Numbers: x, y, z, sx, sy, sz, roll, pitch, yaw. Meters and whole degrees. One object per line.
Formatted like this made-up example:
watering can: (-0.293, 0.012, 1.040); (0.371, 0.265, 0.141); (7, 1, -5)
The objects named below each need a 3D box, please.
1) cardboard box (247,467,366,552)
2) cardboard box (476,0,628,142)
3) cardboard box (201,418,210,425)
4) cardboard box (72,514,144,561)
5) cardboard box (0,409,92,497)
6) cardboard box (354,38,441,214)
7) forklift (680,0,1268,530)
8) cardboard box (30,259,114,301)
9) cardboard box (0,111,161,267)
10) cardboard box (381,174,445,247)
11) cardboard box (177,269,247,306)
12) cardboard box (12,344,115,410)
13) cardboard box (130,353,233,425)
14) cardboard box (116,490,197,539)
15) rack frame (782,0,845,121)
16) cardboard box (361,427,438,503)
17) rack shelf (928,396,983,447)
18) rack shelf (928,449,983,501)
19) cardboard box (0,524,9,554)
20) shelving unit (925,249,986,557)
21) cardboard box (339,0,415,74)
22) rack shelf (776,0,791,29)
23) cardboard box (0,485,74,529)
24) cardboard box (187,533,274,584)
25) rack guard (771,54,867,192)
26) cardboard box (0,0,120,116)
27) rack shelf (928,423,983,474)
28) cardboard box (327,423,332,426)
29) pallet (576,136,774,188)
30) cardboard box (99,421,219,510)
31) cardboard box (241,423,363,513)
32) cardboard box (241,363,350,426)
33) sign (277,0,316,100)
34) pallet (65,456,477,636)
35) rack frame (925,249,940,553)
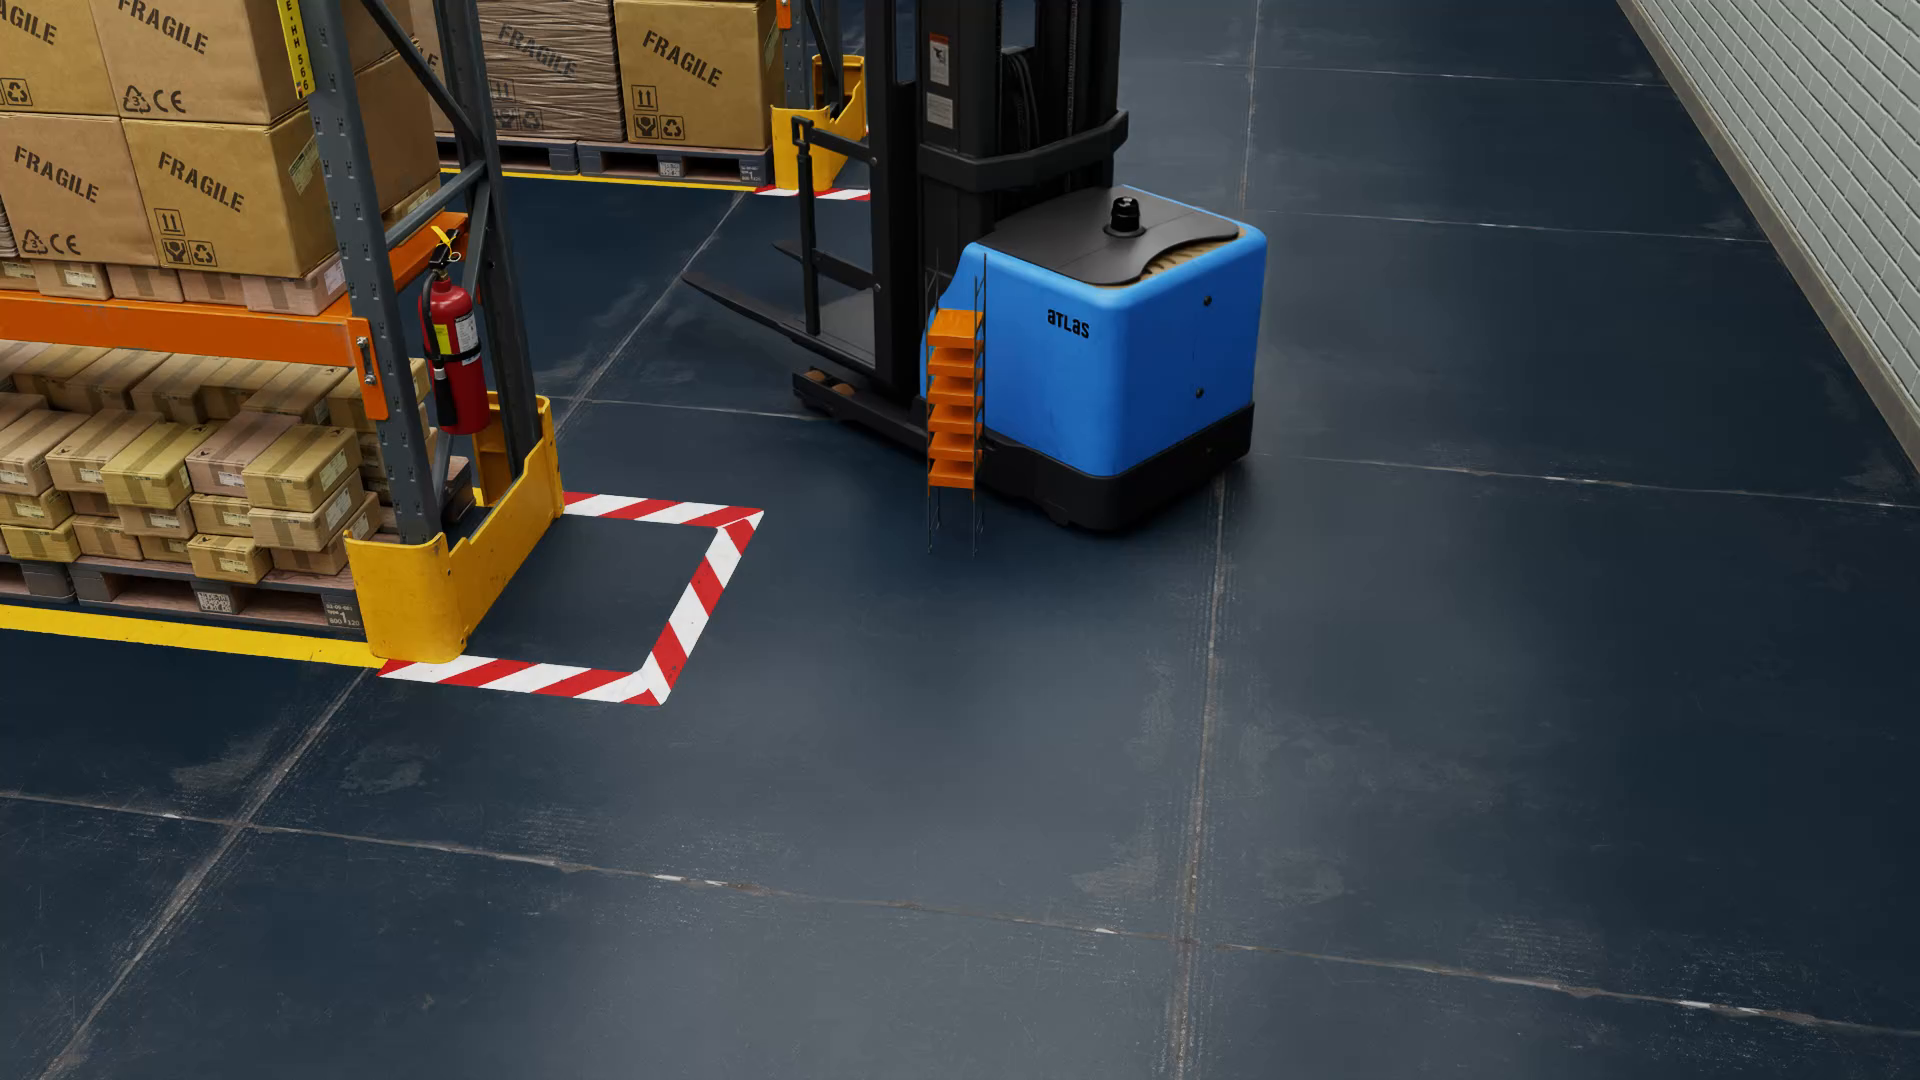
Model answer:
cardboard box: (-2.404, -0.124, 6.131); (0.250, 0.149, 0.380); (4, 32, 7)
cardboard box: (-2.443, -3.089, 10.465); (0.875, 0.875, 0.875); (5, 32, 8)
cardboard box: (-3.060, -0.516, 6.758); (0.250, 0.149, 0.380); (6, 33, 10)
cardboard box: (-3.151, -0.092, 6.360); (0.250, 0.149, 0.380); (5, 32, 9)
cardboard box: (-3.433, -0.327, 6.176); (0.250, 0.149, 0.380); (6, 33, 10)
cardboard box: (-2.231, -1.483, 5.918); (0.500, 0.500, 0.500); (7, 33, 11)
forklift: (-0.130, -1.962, 7.121); (1.130, 2.935, 3.031); (-28, 41, -37)
cardboard box: (-2.948, -0.972, 5.712); (0.250, 0.149, 0.380); (6, 33, 10)
cardboard box: (-2.829, -1.253, 5.550); (0.500, 0.500, 0.500); (5, 32, 7)
cardboard box: (-2.100, -1.224, 6.115); (0.250, 0.149, 0.380); (5, 32, 8)
cardboard box: (-2.443, -0.947, 5.672); (0.250, 0.149, 0.380); (5, 32, 8)
cardboard box: (-3.595, -0.684, 6.745); (0.250, 0.149, 0.380); (6, 32, 9)
cardboard box: (-3.072, -0.607, 6.622); (0.250, 0.149, 0.380); (4, 32, 6)
cardboard box: (-2.916, -0.169, 6.204); (0.250, 0.149, 0.380); (4, 32, 6)
rack frame: (-0.901, -3.715, 9.859); (0.127, 3.000, 1.000); (5, 32, 8)
cardboard box: (-2.298, -0.314, 6.716); (0.250, 0.149, 0.380); (6, 33, 9)
rack shelf: (-0.014, -0.472, 6.457); (0.180, 0.103, 0.258); (5, 32, 8)
rack shelf: (-0.014, -0.269, 6.585); (0.180, 0.103, 0.258); (5, 32, 8)
cardboard box: (-3.679, -0.117, 6.400); (0.250, 0.149, 0.380); (6, 33, 9)
shelving unit: (-0.014, -0.510, 6.434); (0.189, 1.200, 0.258); (5, 32, 8)
cardboard box: (-2.233, -1.901, 5.644); (0.500, 0.500, 0.500); (5, 32, 8)
rack shelf: (-2.873, -3.589, 10.335); (4.000, 0.370, 1.077); (5, 32, 8)
cardboard box: (-3.429, -0.209, 6.267); (0.250, 0.149, 0.380); (6, 32, 9)
cardboard box: (-2.660, -0.008, 6.226); (0.250, 0.149, 0.380); (6, 33, 10)
rack guard: (-0.878, -2.654, 10.518); (0.348, 0.500, 1.175); (5, 32, 8)
cardboard box: (-2.828, -1.679, 5.288); (0.500, 0.500, 0.500); (4, 32, 7)
rack shelf: (-0.014, -0.370, 6.521); (0.180, 0.103, 0.258); (5, 32, 8)
cardboard box: (-2.569, -0.461, 6.670); (0.250, 0.149, 0.380); (5, 32, 8)
pallet: (-1.703, -2.564, 10.647); (1.213, 0.211, 1.003); (5, 32, 8)
cardboard box: (-2.915, -0.276, 6.094); (0.250, 0.149, 0.380); (4, 32, 7)
cardboard box: (-2.400, -0.267, 6.079); (0.250, 0.149, 0.380); (6, 32, 9)
cardboard box: (-2.587, -0.538, 6.513); (0.250, 0.149, 0.380); (6, 33, 9)
sign: (-1.949, -1.467, 4.877); (0.005, 0.325, 0.100); (5, 32, 8)
pallet: (-2.705, -0.046, 6.625); (1.213, 0.211, 1.003); (5, 32, 8)
rack frame: (-0.104, -0.518, 6.447); (0.006, 1.200, 0.240); (5, 32, 8)
